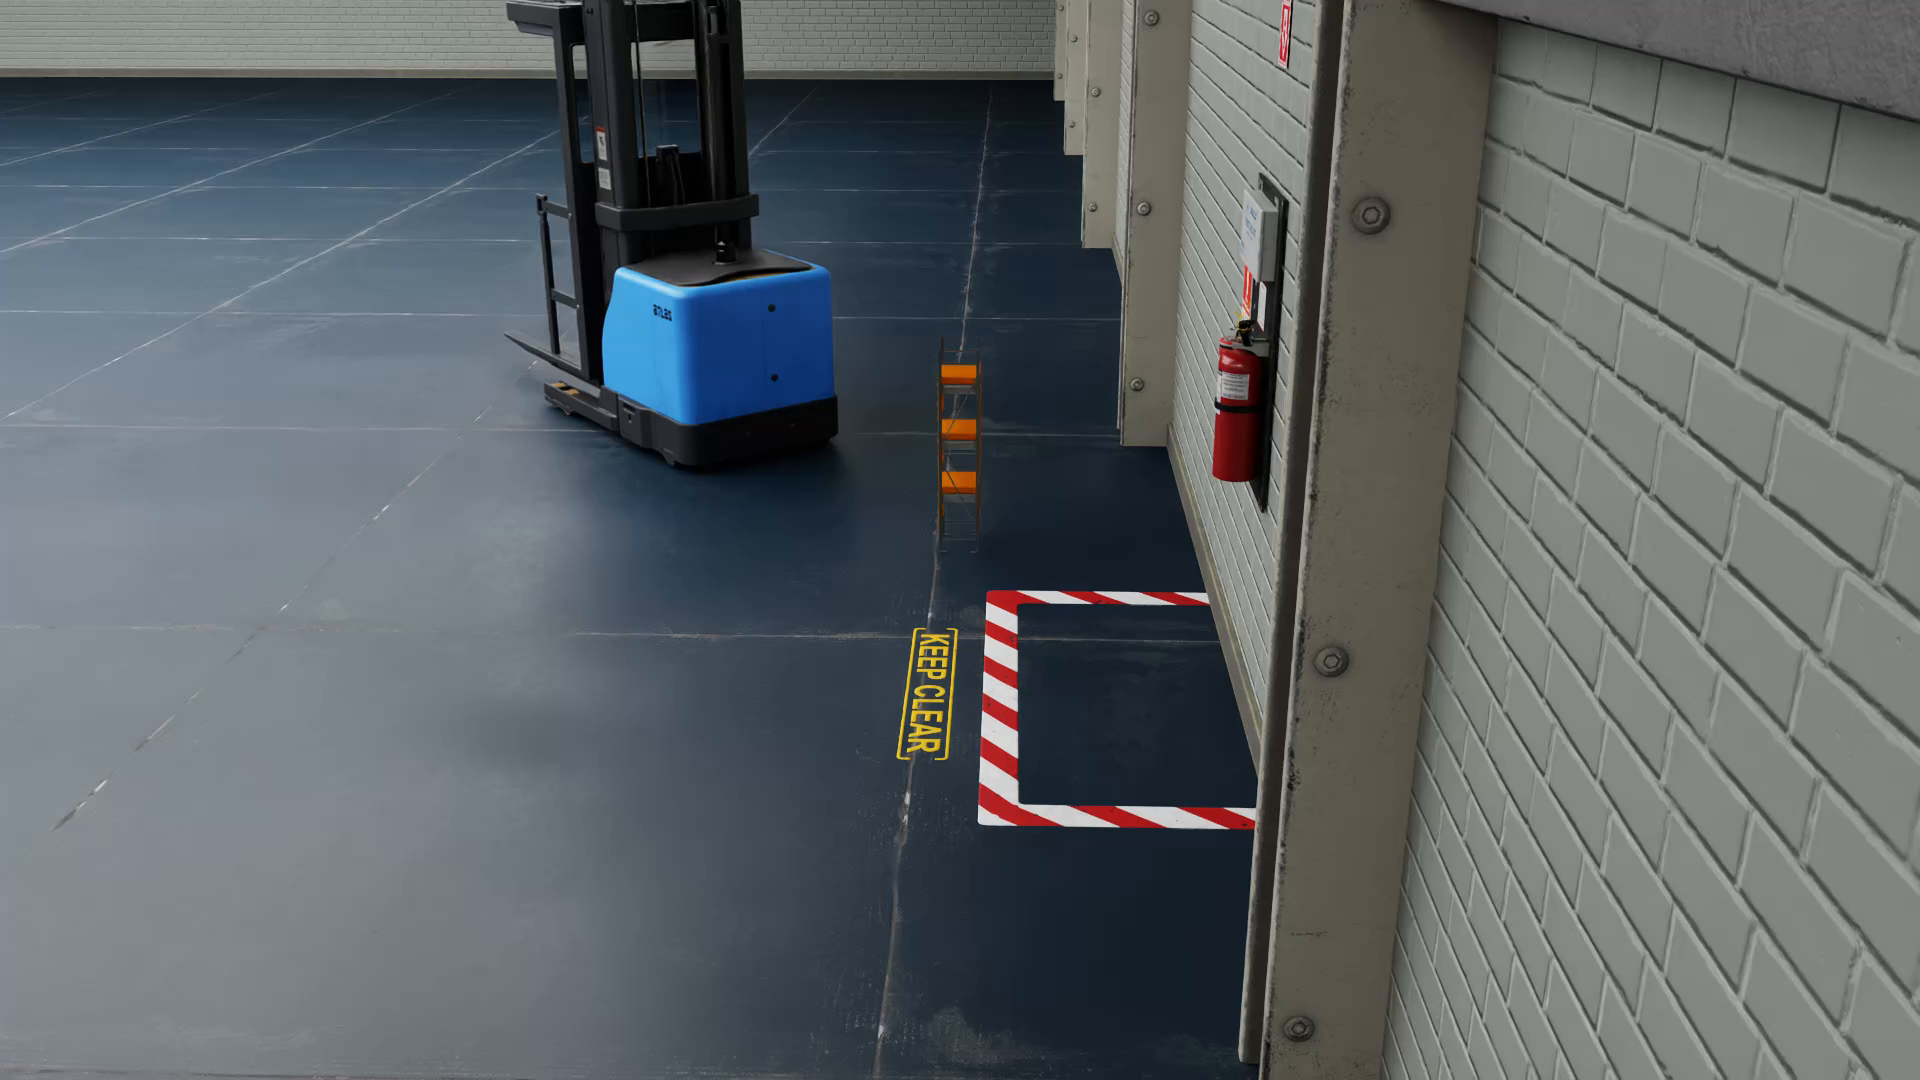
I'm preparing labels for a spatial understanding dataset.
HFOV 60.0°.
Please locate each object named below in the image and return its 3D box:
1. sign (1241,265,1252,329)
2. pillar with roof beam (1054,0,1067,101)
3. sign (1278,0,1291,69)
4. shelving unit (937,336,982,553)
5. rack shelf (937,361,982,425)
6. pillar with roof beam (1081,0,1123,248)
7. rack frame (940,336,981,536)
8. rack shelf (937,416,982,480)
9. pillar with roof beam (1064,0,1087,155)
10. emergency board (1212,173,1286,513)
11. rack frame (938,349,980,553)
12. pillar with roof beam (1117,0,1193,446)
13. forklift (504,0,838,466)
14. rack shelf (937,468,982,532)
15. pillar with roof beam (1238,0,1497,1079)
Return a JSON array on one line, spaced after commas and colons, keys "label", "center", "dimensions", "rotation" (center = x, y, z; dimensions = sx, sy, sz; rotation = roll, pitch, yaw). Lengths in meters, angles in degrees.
[{"label": "sign", "center": [1.178, -0.973, 6.841], "dimensions": [0.001, 0.329, 0.234], "rotation": [1, 21, 2]}, {"label": "pillar with roof beam", "center": [-2.628, -11.386, 25.435], "dimensions": [9.100, 9.000, 0.400], "rotation": [1, 21, 2]}, {"label": "sign", "center": [1.158, -1.840, 5.921], "dimensions": [0.001, 0.298, 0.199], "rotation": [1, 21, 2]}, {"label": "shelving unit", "center": [-0.002, -0.470, 8.289], "dimensions": [0.215, 1.050, 0.252], "rotation": [1, 21, 2]}, {"label": "rack shelf", "center": [-0.002, -0.725, 8.190], "dimensions": [0.215, 0.259, 0.240], "rotation": [1, 21, 2]}, {"label": "pillar with roof beam", "center": [-2.993, -7.048, 14.253], "dimensions": [9.100, 9.000, 0.400], "rotation": [1, 21, 2]}, {"label": "rack frame", "center": [0.002, -0.514, 8.403], "dimensions": [0.200, 1.050, 0.008], "rotation": [1, 21, 2]}, {"label": "rack shelf", "center": [-0.002, -0.460, 8.293], "dimensions": [0.215, 0.259, 0.240], "rotation": [1, 21, 2]}, {"label": "pillar with roof beam", "center": [-2.810, -9.217, 19.844], "dimensions": [9.100, 9.000, 0.400], "rotation": [1, 21, 2]}, {"label": "emergency board", "center": [1.058, -0.758, 6.335], "dimensions": [0.194, 1.169, 0.643], "rotation": [1, 21, 2]}, {"label": "rack frame", "center": [-0.005, -0.426, 8.175], "dimensions": [0.200, 1.050, 0.008], "rotation": [1, 21, 2]}, {"label": "pillar with roof beam", "center": [-3.175, -4.878, 8.661], "dimensions": [9.100, 9.000, 0.400], "rotation": [1, 21, 2]}, {"label": "forklift", "center": [-2.023, -2.254, 10.287], "dimensions": [1.130, 2.935, 3.031], "rotation": [-15, 26, -34]}, {"label": "rack shelf", "center": [-0.002, -0.201, 8.394], "dimensions": [0.215, 0.259, 0.240], "rotation": [1, 21, 2]}, {"label": "pillar with roof beam", "center": [-3.358, -2.709, 3.070], "dimensions": [9.100, 9.000, 0.400], "rotation": [1, 21, 2]}]
